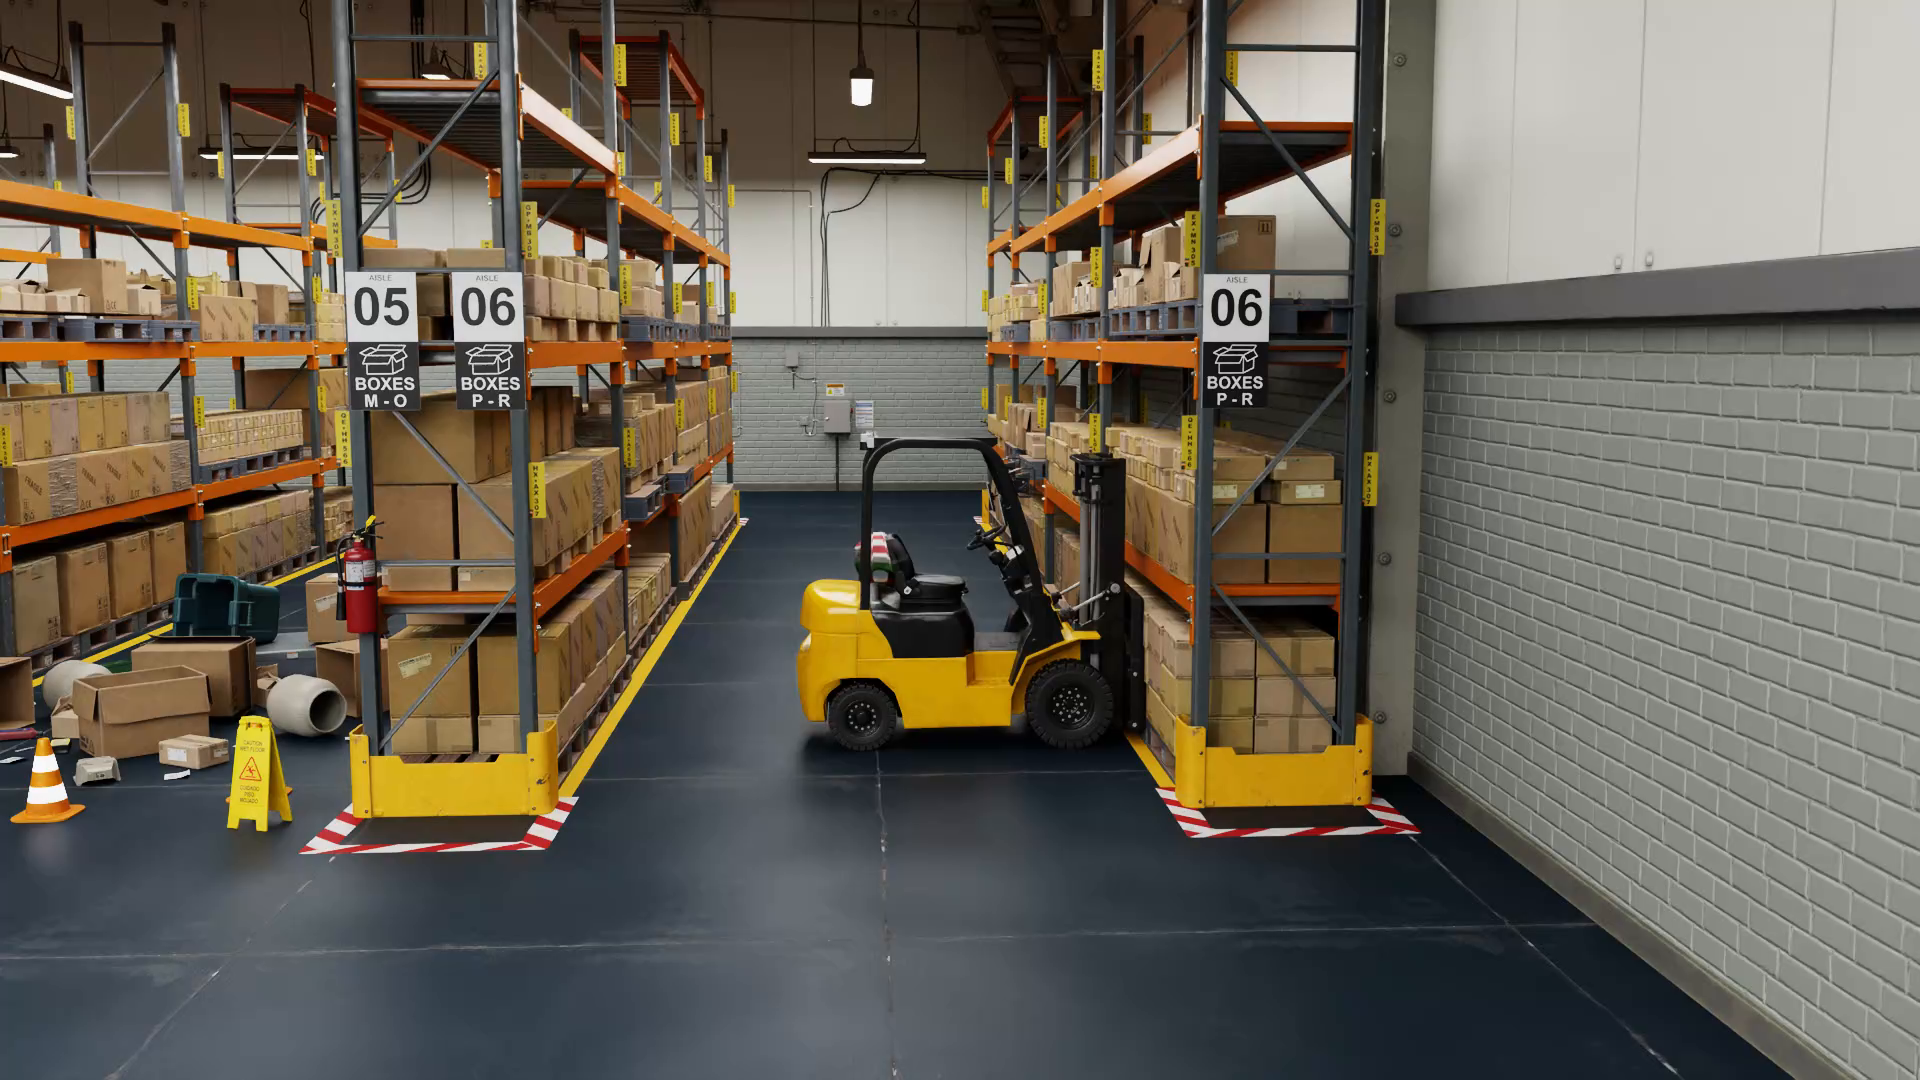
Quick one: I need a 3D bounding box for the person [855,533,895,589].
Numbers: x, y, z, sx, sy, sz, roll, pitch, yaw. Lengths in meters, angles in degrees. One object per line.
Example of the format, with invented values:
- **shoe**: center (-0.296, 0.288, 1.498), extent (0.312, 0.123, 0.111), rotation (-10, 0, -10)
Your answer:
- **person**: center (-0.850, 0.334, 17.600), extent (0.519, 0.831, 0.966), rotation (-1, 7, -5)
